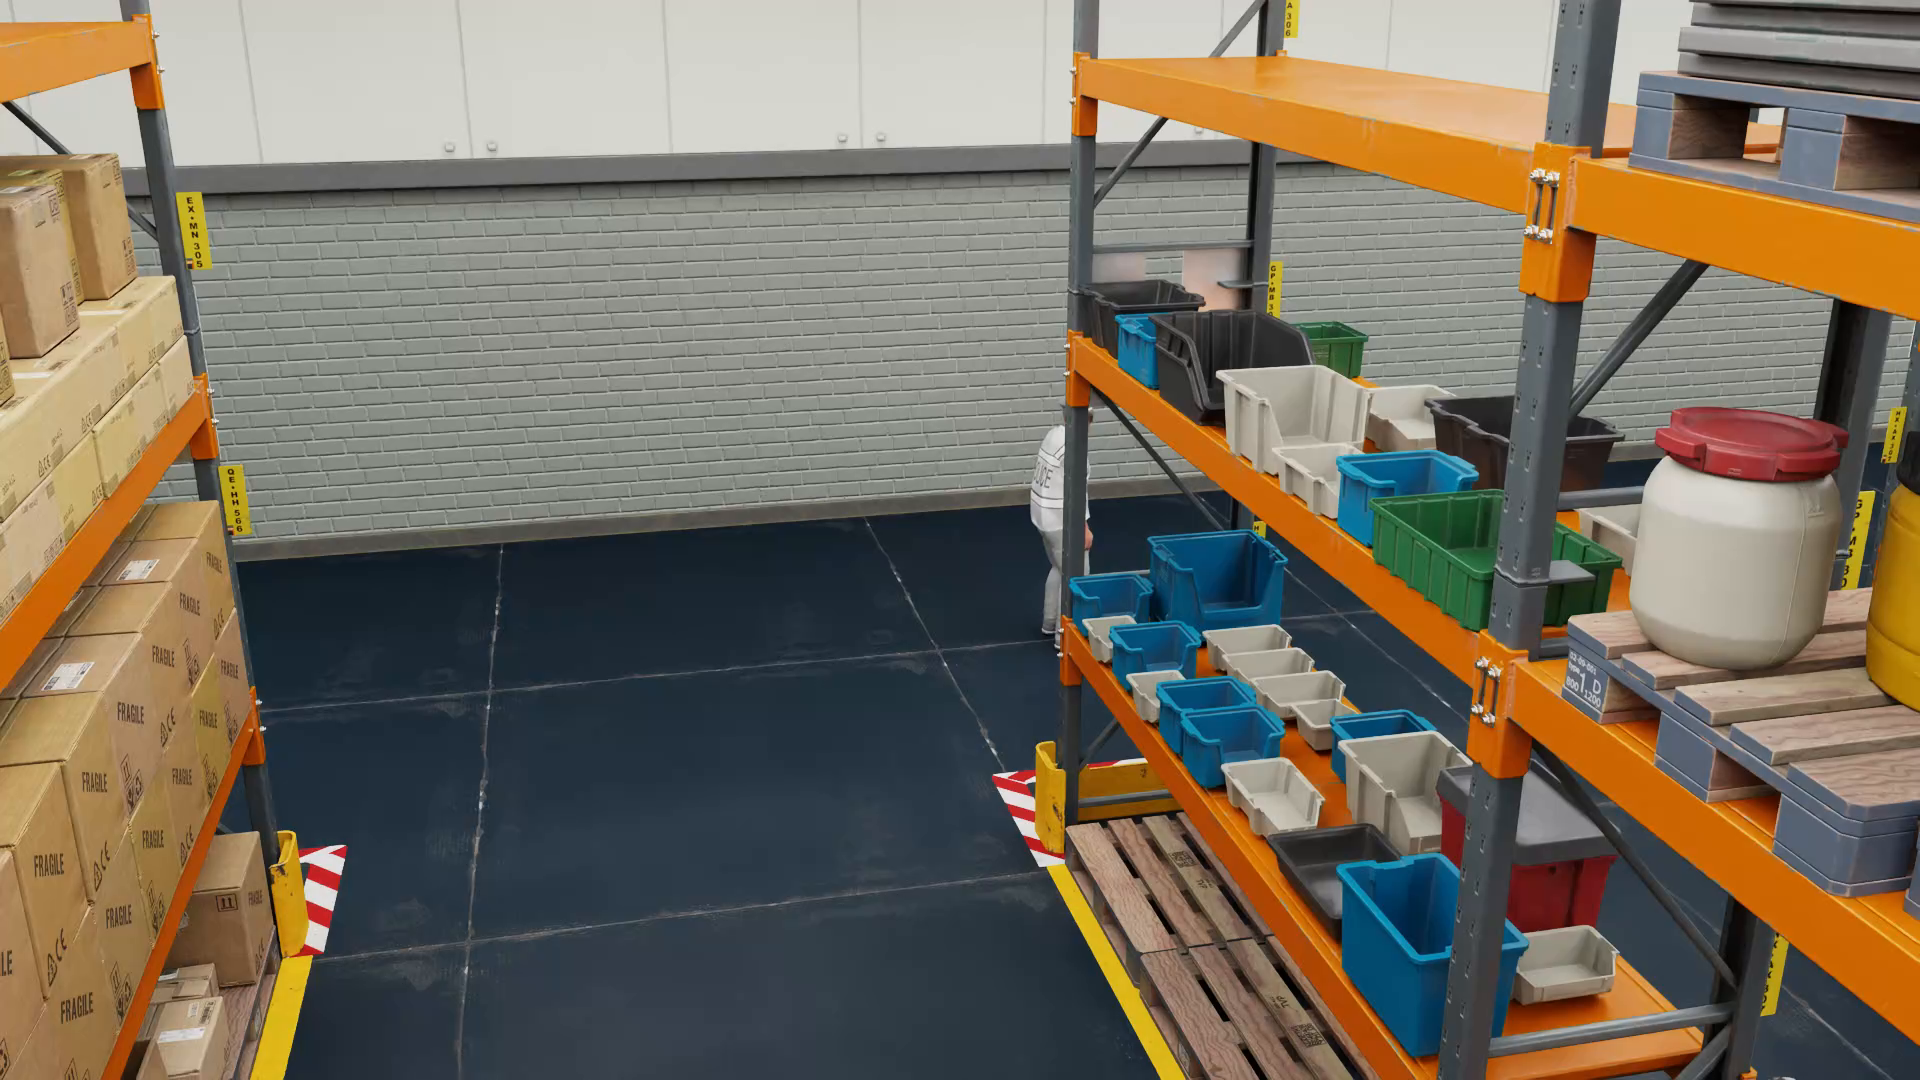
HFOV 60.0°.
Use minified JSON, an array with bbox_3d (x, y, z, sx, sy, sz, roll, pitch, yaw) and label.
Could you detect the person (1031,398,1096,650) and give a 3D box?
[{"bbox_3d":[0.719,-0.131,11.427,0.434,1.749,0.601,-5,20,-15],"label":"person"}]
